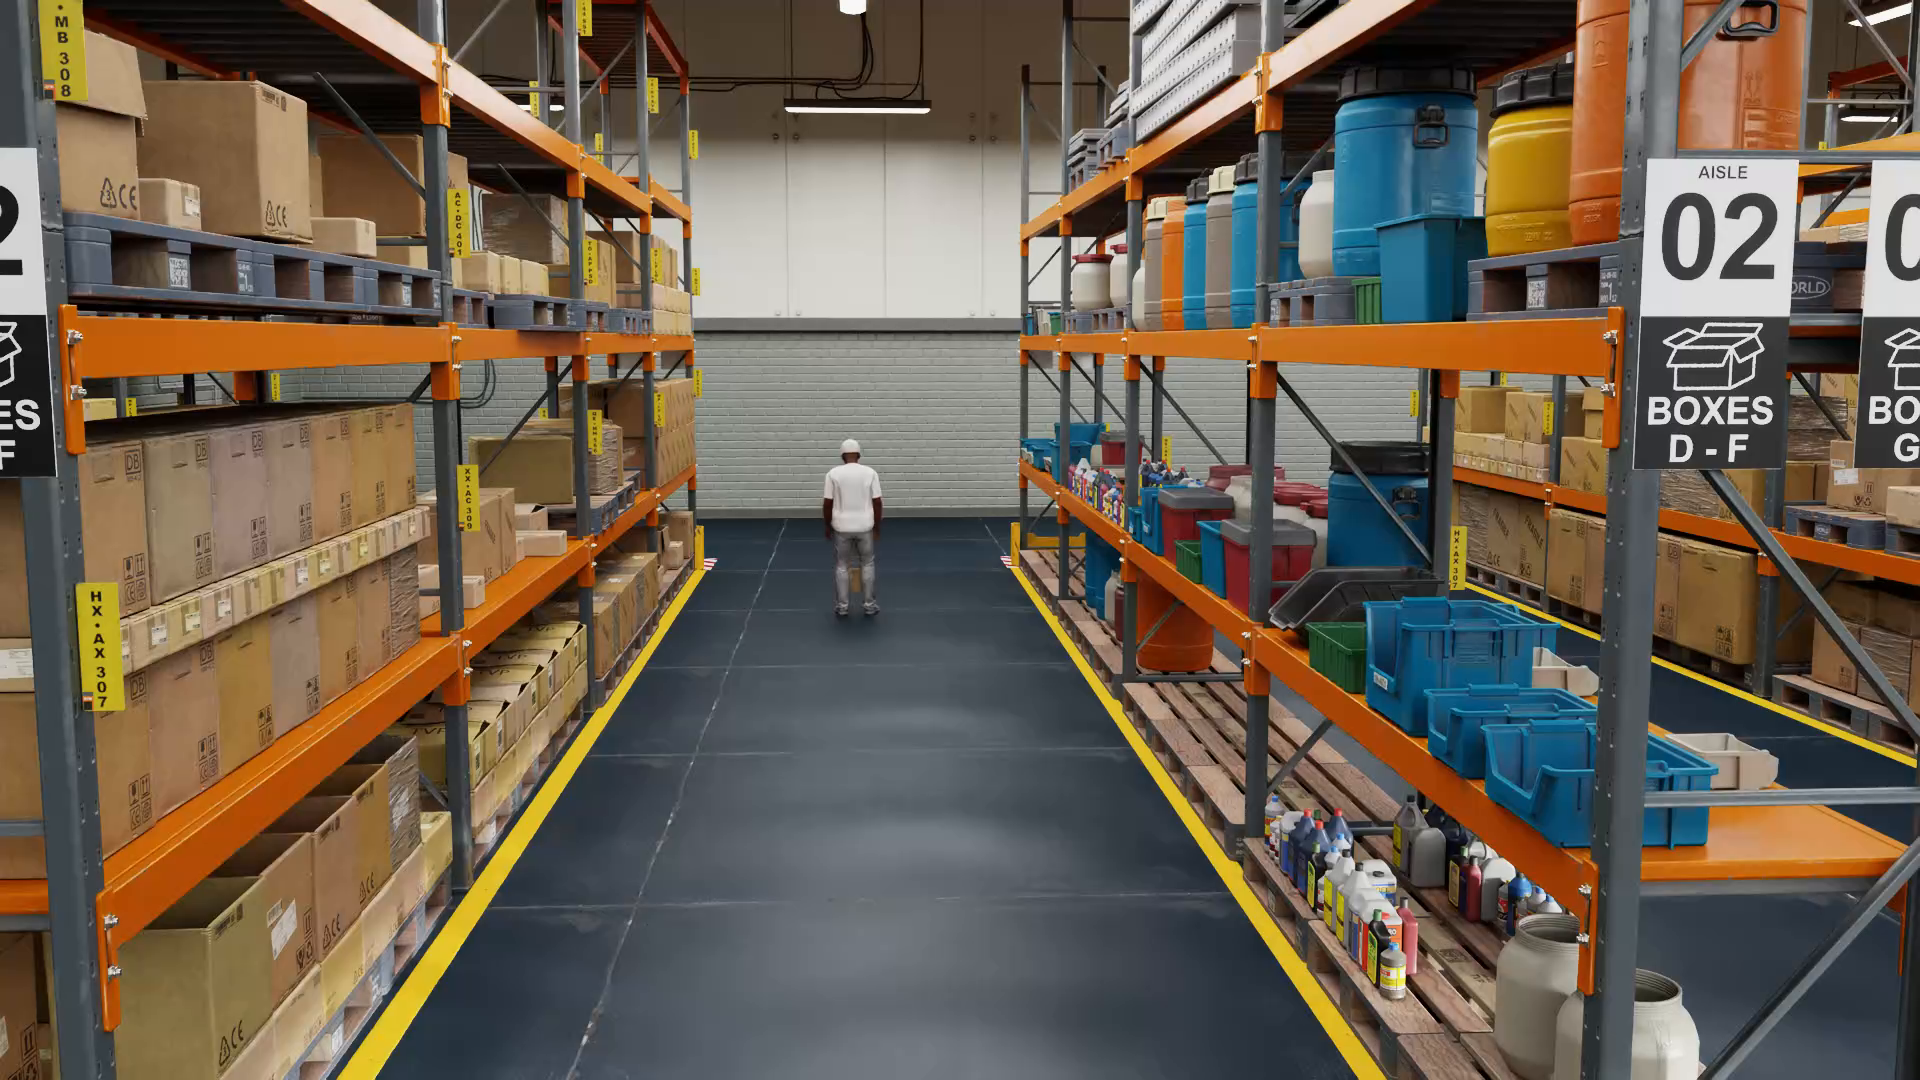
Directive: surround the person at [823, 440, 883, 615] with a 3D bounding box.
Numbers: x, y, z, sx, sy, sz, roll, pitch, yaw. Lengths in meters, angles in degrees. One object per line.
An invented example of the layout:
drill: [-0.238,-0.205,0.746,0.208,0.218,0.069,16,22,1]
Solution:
person: [-1.080,-0.129,16.753,0.601,1.759,0.443,-1,7,-6]
